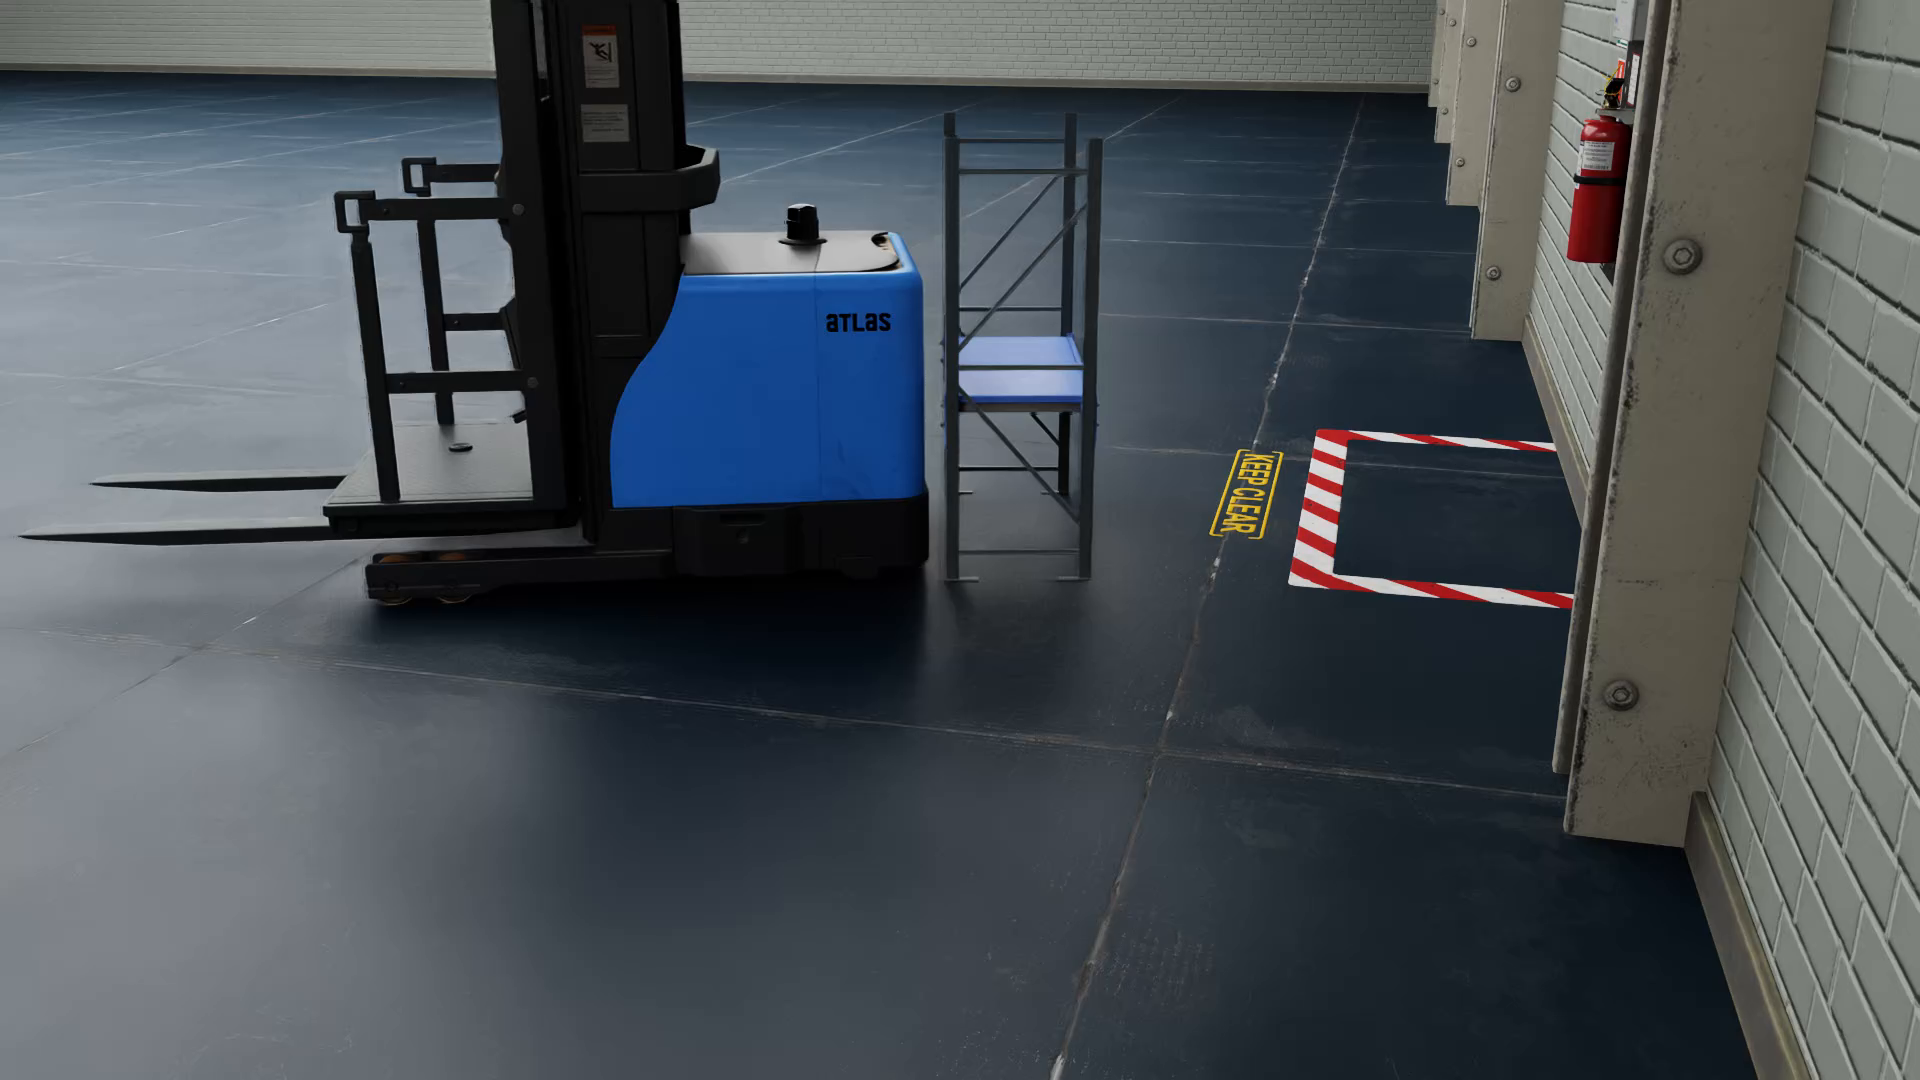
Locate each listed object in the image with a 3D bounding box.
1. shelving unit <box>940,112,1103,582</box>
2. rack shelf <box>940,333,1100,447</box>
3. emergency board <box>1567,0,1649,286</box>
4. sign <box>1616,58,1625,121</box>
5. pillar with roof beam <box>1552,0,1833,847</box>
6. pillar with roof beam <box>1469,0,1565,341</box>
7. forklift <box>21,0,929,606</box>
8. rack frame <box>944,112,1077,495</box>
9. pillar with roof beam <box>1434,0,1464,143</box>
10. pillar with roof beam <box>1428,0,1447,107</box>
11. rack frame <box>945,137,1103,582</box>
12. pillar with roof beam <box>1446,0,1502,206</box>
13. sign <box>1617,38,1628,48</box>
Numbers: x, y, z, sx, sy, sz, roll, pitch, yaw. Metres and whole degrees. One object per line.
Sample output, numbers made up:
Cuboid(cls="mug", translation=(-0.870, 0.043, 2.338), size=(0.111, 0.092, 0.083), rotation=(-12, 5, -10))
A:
Cuboid(cls="shelving unit", translation=(0.196, -0.734, 6.017), size=(0.538, 1.500, 1.048), rotation=(0, 19, -1))
Cuboid(cls="rack shelf", translation=(0.196, -0.564, 6.075), size=(0.538, 0.185, 1.000), rotation=(0, 19, -1))
Cuboid(cls="emergency board", translation=(2.324, -1.520, 5.998), size=(0.194, 1.169, 0.643), rotation=(5, 19, 13))
Cuboid(cls="sign", translation=(2.559, -1.703, 6.476), size=(0.001, 0.329, 0.234), rotation=(5, 19, 13))
Cuboid(cls="pillar with roof beam", translation=(-2.492, -3.928, 3.765), size=(9.100, 9.000, 0.400), rotation=(5, 19, 13))
Cuboid(cls="pillar with roof beam", translation=(-1.026, -5.808, 9.271), size=(9.100, 9.000, 0.400), rotation=(5, 19, 13))
Cuboid(cls="forklift", translation=(-1.660, -1.348, 5.598), size=(3.031, 2.935, 1.130), rotation=(-2, 19, -6))
Cuboid(cls="rack frame", translation=(0.189, -0.899, 6.498), size=(0.500, 1.500, 0.032), rotation=(0, 19, -1))
Cuboid(cls="pillar with roof beam", translation=(1.906, -9.570, 20.283), size=(9.100, 9.000, 0.400), rotation=(5, 19, 13))
Cuboid(cls="pillar with roof beam", translation=(3.372, -11.450, 25.789), size=(9.100, 9.000, 0.400), rotation=(5, 19, 13))
Cuboid(cls="rack frame", translation=(0.203, -0.570, 5.536), size=(0.500, 1.500, 0.032), rotation=(0, 19, -1))
Cuboid(cls="pillar with roof beam", translation=(0.440, -7.689, 14.777), size=(9.100, 9.000, 0.400), rotation=(5, 19, 13))
Cuboid(cls="sign", translation=(2.549, -1.953, 6.388), size=(0.001, 0.109, 0.331), rotation=(5, 19, 13))
